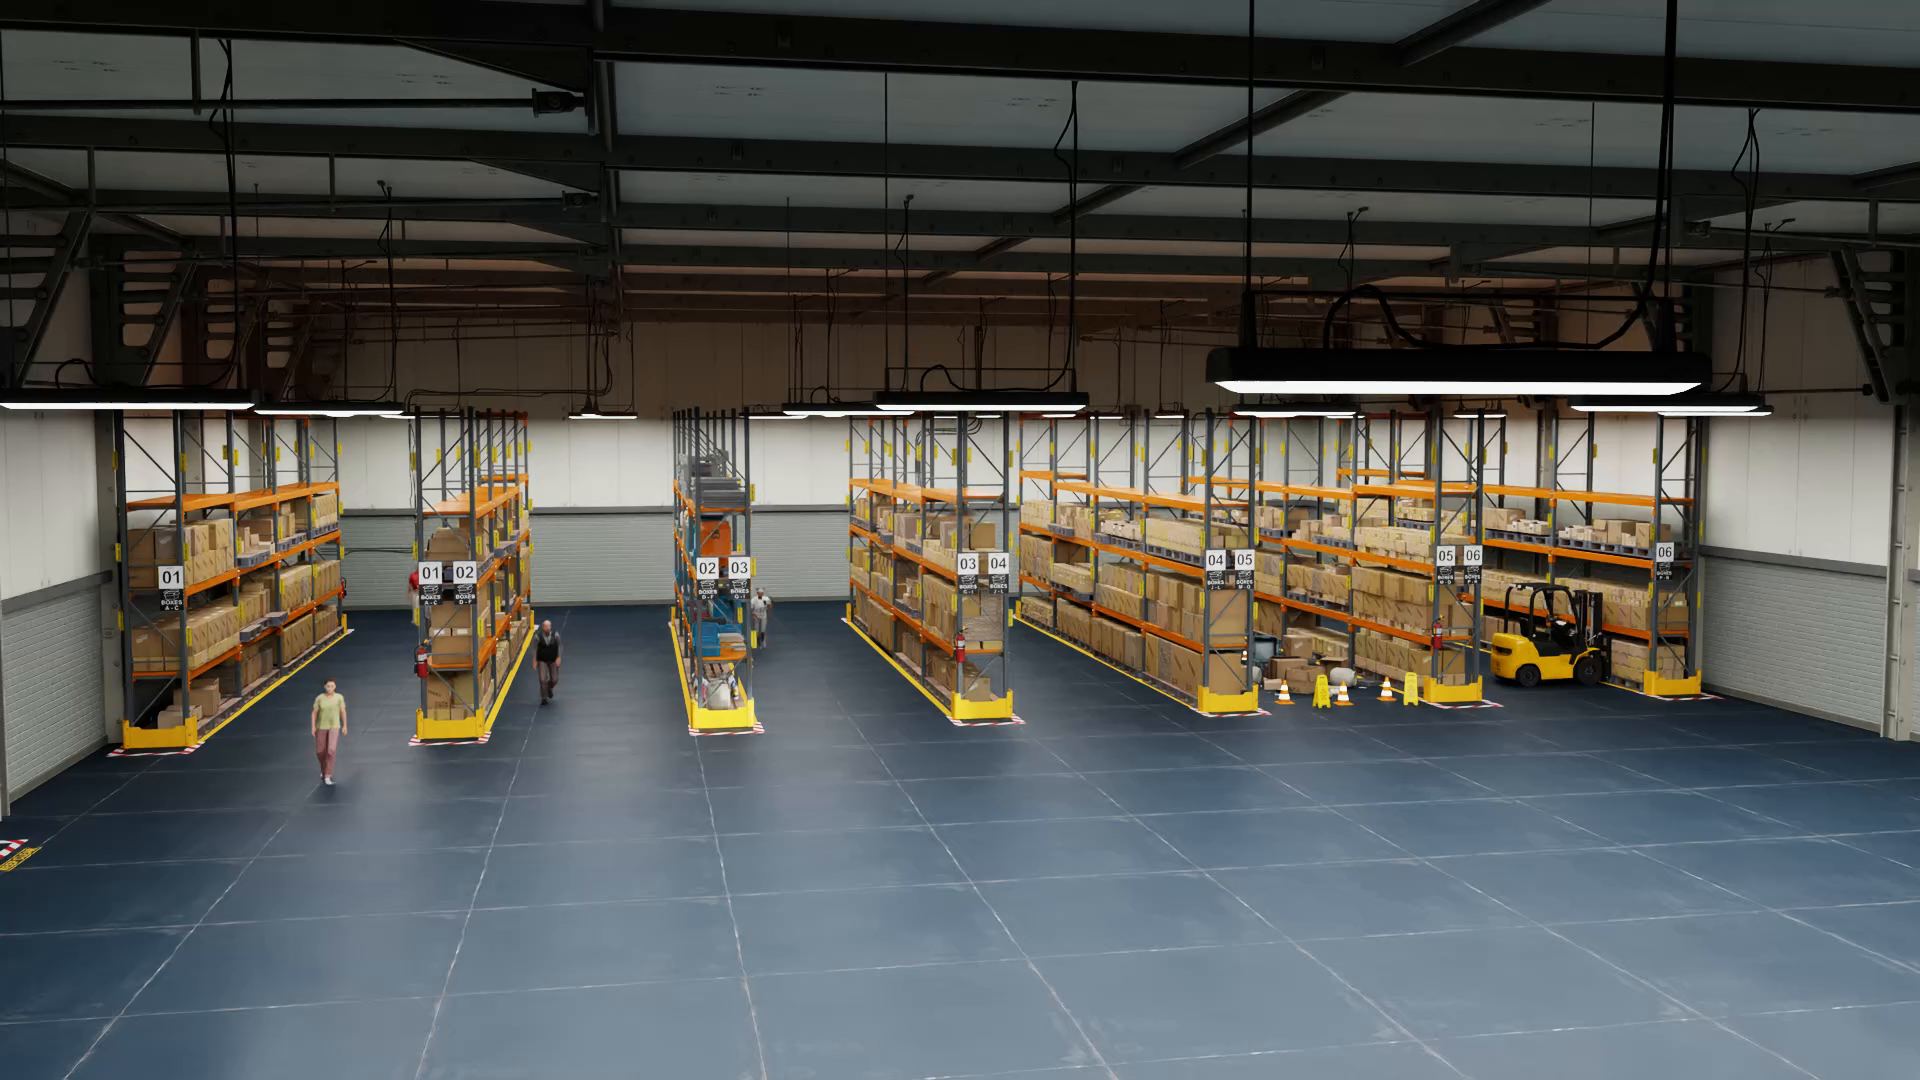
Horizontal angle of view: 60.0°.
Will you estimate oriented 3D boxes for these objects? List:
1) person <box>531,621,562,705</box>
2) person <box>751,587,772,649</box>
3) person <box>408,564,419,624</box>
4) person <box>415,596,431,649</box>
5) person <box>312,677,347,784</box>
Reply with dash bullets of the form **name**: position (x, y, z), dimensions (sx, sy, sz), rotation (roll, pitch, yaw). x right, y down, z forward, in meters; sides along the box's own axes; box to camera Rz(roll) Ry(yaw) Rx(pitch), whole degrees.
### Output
- **person**: position (-8.431, 2.472, 33.885), dimensions (0.624, 1.704, 0.638), rotation (-2, 4, -22)
- **person**: position (-5.003, 1.956, 41.758), dimensions (0.568, 1.606, 0.741), rotation (0, 4, -2)
- **person**: position (-15.352, 1.511, 47.144), dimensions (0.611, 1.651, 1.087), rotation (-1, 4, -16)
- **person**: position (-13.551, 1.941, 42.060), dimensions (0.448, 1.535, 0.972), rotation (-1, 4, -13)
- **person**: position (-10.070, 3.032, 26.550), dimensions (0.518, 1.694, 0.660), rotation (-1, 4, -15)
